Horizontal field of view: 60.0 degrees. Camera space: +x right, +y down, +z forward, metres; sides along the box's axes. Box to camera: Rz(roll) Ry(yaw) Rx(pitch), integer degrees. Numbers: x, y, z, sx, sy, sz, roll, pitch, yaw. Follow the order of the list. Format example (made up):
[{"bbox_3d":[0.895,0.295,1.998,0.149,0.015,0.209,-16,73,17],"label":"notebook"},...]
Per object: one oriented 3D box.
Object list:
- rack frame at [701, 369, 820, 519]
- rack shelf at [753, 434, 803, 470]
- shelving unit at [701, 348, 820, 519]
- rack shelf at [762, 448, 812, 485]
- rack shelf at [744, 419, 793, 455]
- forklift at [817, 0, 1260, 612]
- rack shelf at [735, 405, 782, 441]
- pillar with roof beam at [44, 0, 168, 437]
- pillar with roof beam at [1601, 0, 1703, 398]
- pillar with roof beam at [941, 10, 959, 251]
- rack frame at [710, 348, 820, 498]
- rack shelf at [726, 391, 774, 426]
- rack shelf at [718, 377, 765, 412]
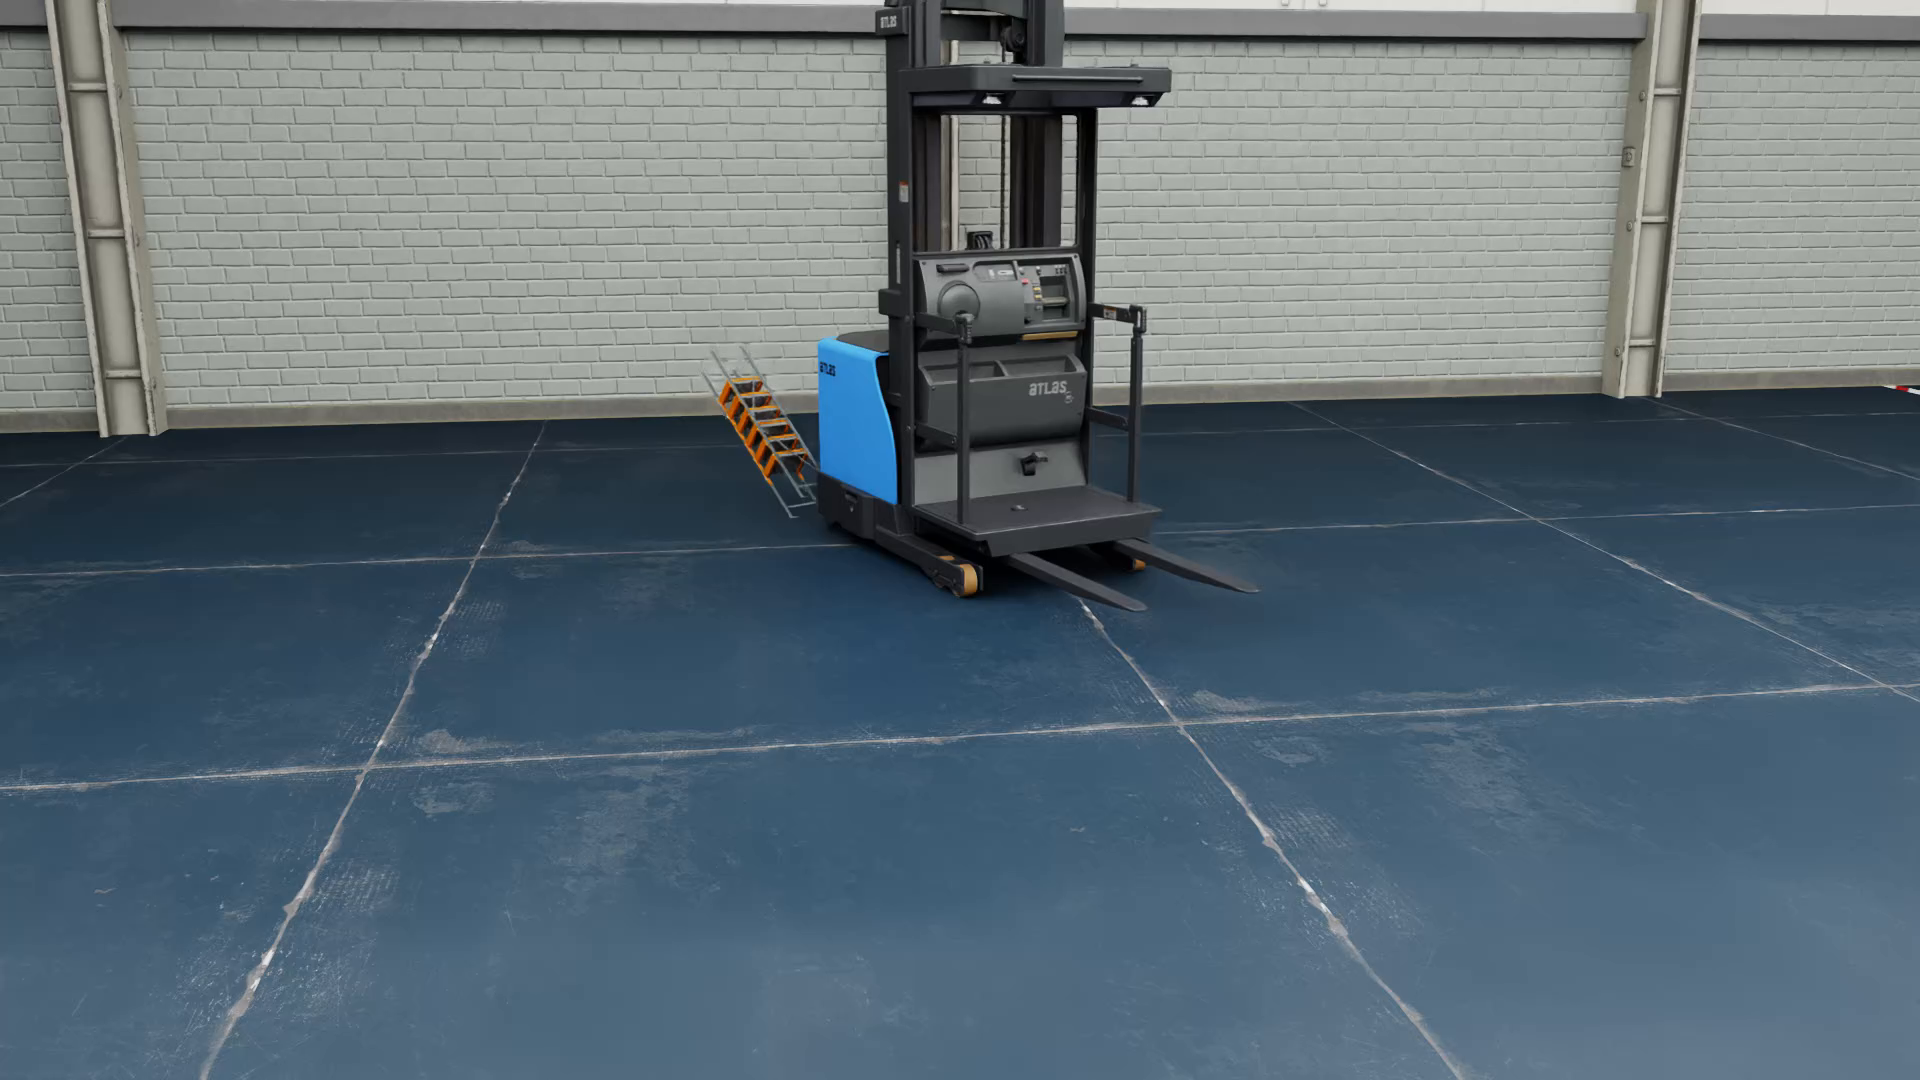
[{"bbox_3d":[-1.198,-0.595,10.034,0.240,0.006,1.200,-12,57,-38],"label":"rack frame"},{"bbox_3d":[-1.079,-0.530,9.903,0.258,0.180,0.103,-12,57,-38],"label":"rack shelf"},{"bbox_3d":[-1.161,-0.654,9.974,0.258,0.189,1.200,-12,57,-38],"label":"shelving unit"},{"bbox_3d":[-1.019,-0.440,9.852,0.258,0.180,0.103,-12,57,-38],"label":"rack shelf"},{"bbox_3d":[-1.139,-0.620,9.955,0.258,0.180,0.103,-12,57,-38],"label":"rack shelf"},{"bbox_3d":[0.325,-1.266,8.243,1.130,2.935,3.031,-7,16,-27],"label":"forklift"},{"bbox_3d":[-1.199,-0.711,10.006,0.258,0.180,0.103,-12,57,-38],"label":"rack shelf"},{"bbox_3d":[-5.520,-4.131,7.194,0.400,9.000,9.100,-2,14,-8],"label":"pillar with roof beam"},{"bbox_3d":[6.346,-4.566,8.928,0.400,9.000,9.100,-2,14,-8],"label":"pillar with roof beam"},{"bbox_3d":[0.413,-4.348,8.061,0.400,9.000,9.100,-2,14,-8],"label":"pillar with roof beam"},{"bbox_3d":[-1.124,-0.712,9.914,0.240,0.006,1.200,-12,57,-38],"label":"rack frame"},{"bbox_3d":[-1.259,-0.801,10.058,0.258,0.180,0.103,-12,57,-38],"label":"rack shelf"},{"bbox_3d":[-1.319,-0.891,10.109,0.258,0.180,0.103,-12,57,-38],"label":"rack shelf"}]
